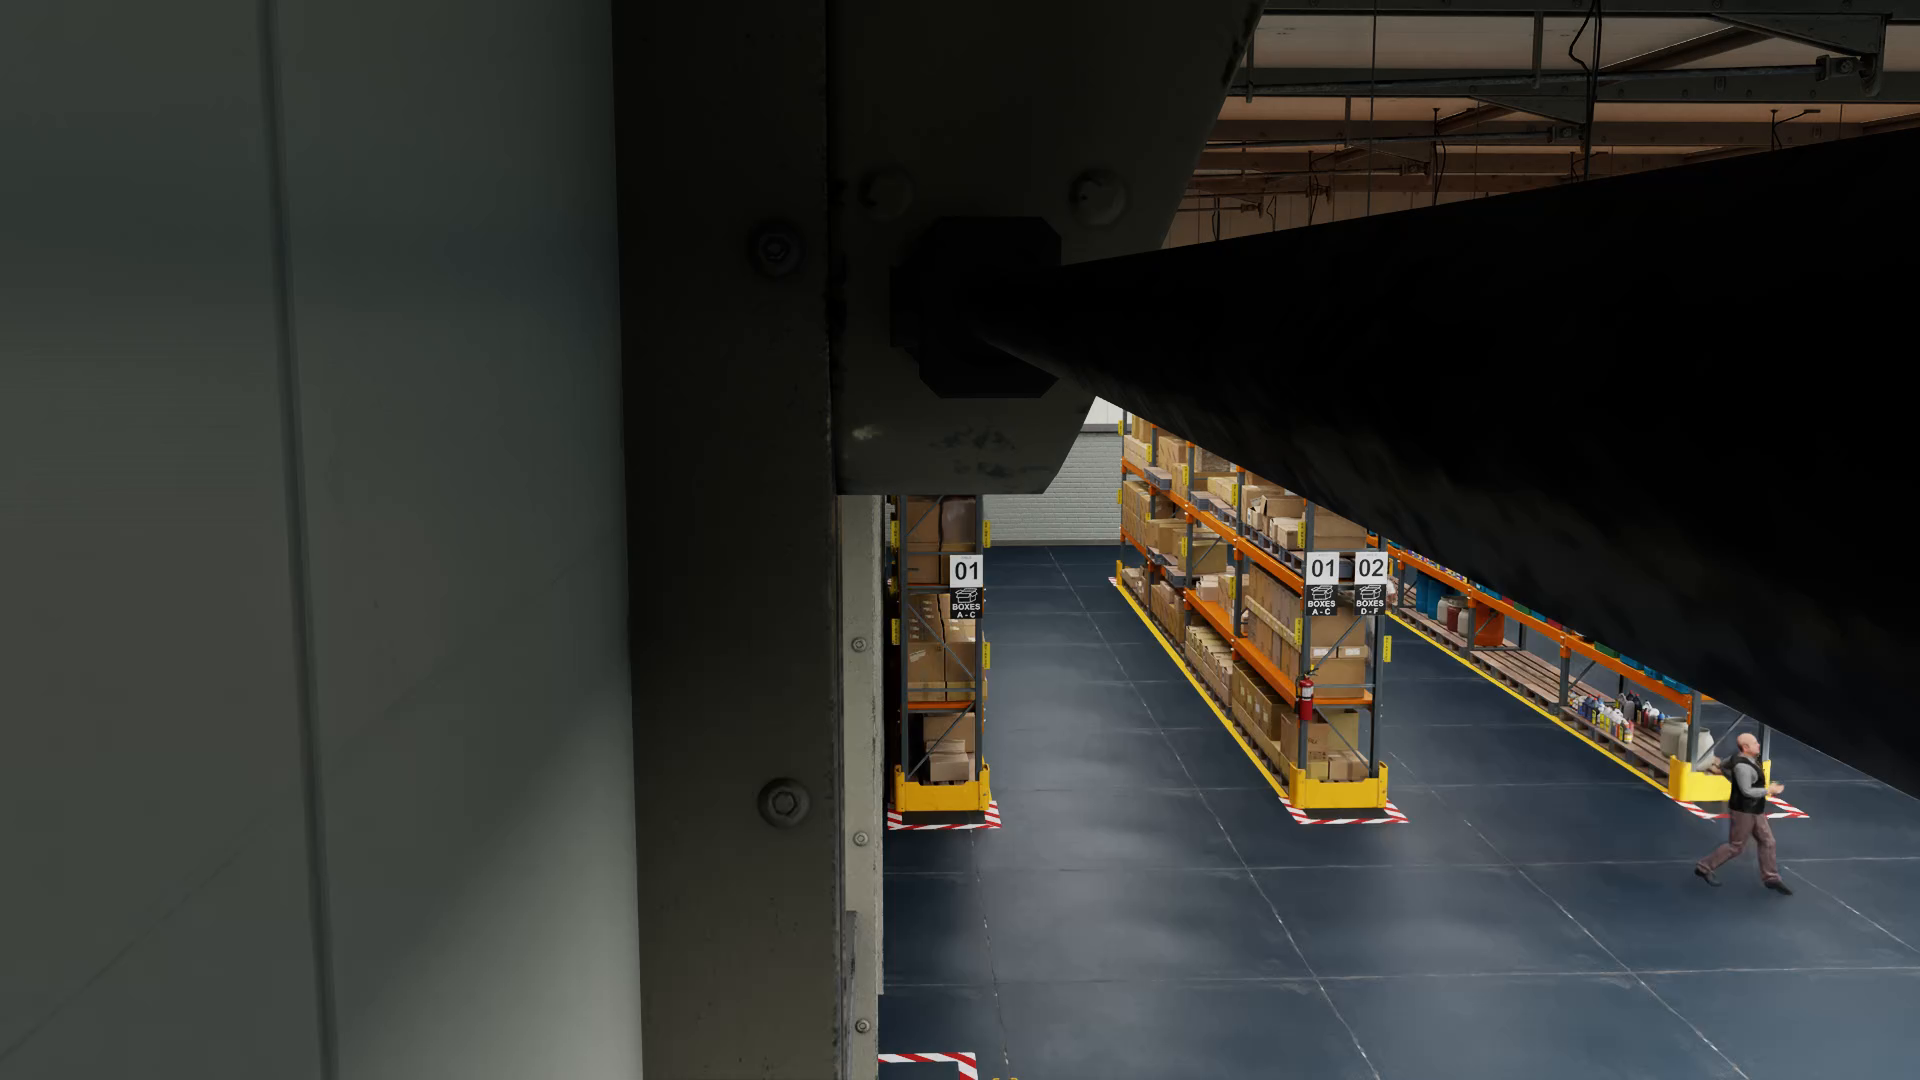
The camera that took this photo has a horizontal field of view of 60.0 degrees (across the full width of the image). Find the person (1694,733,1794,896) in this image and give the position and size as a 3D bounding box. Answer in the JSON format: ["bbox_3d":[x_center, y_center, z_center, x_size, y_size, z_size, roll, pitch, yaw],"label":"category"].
[{"bbox_3d":[8.362,2.891,17.631,0.962,1.722,0.663,5,10,29],"label":"person"}]

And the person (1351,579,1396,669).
[{"bbox_3d":[7.106,1.273,28.443,0.672,1.831,0.777,-2,9,-16],"label":"person"}]
